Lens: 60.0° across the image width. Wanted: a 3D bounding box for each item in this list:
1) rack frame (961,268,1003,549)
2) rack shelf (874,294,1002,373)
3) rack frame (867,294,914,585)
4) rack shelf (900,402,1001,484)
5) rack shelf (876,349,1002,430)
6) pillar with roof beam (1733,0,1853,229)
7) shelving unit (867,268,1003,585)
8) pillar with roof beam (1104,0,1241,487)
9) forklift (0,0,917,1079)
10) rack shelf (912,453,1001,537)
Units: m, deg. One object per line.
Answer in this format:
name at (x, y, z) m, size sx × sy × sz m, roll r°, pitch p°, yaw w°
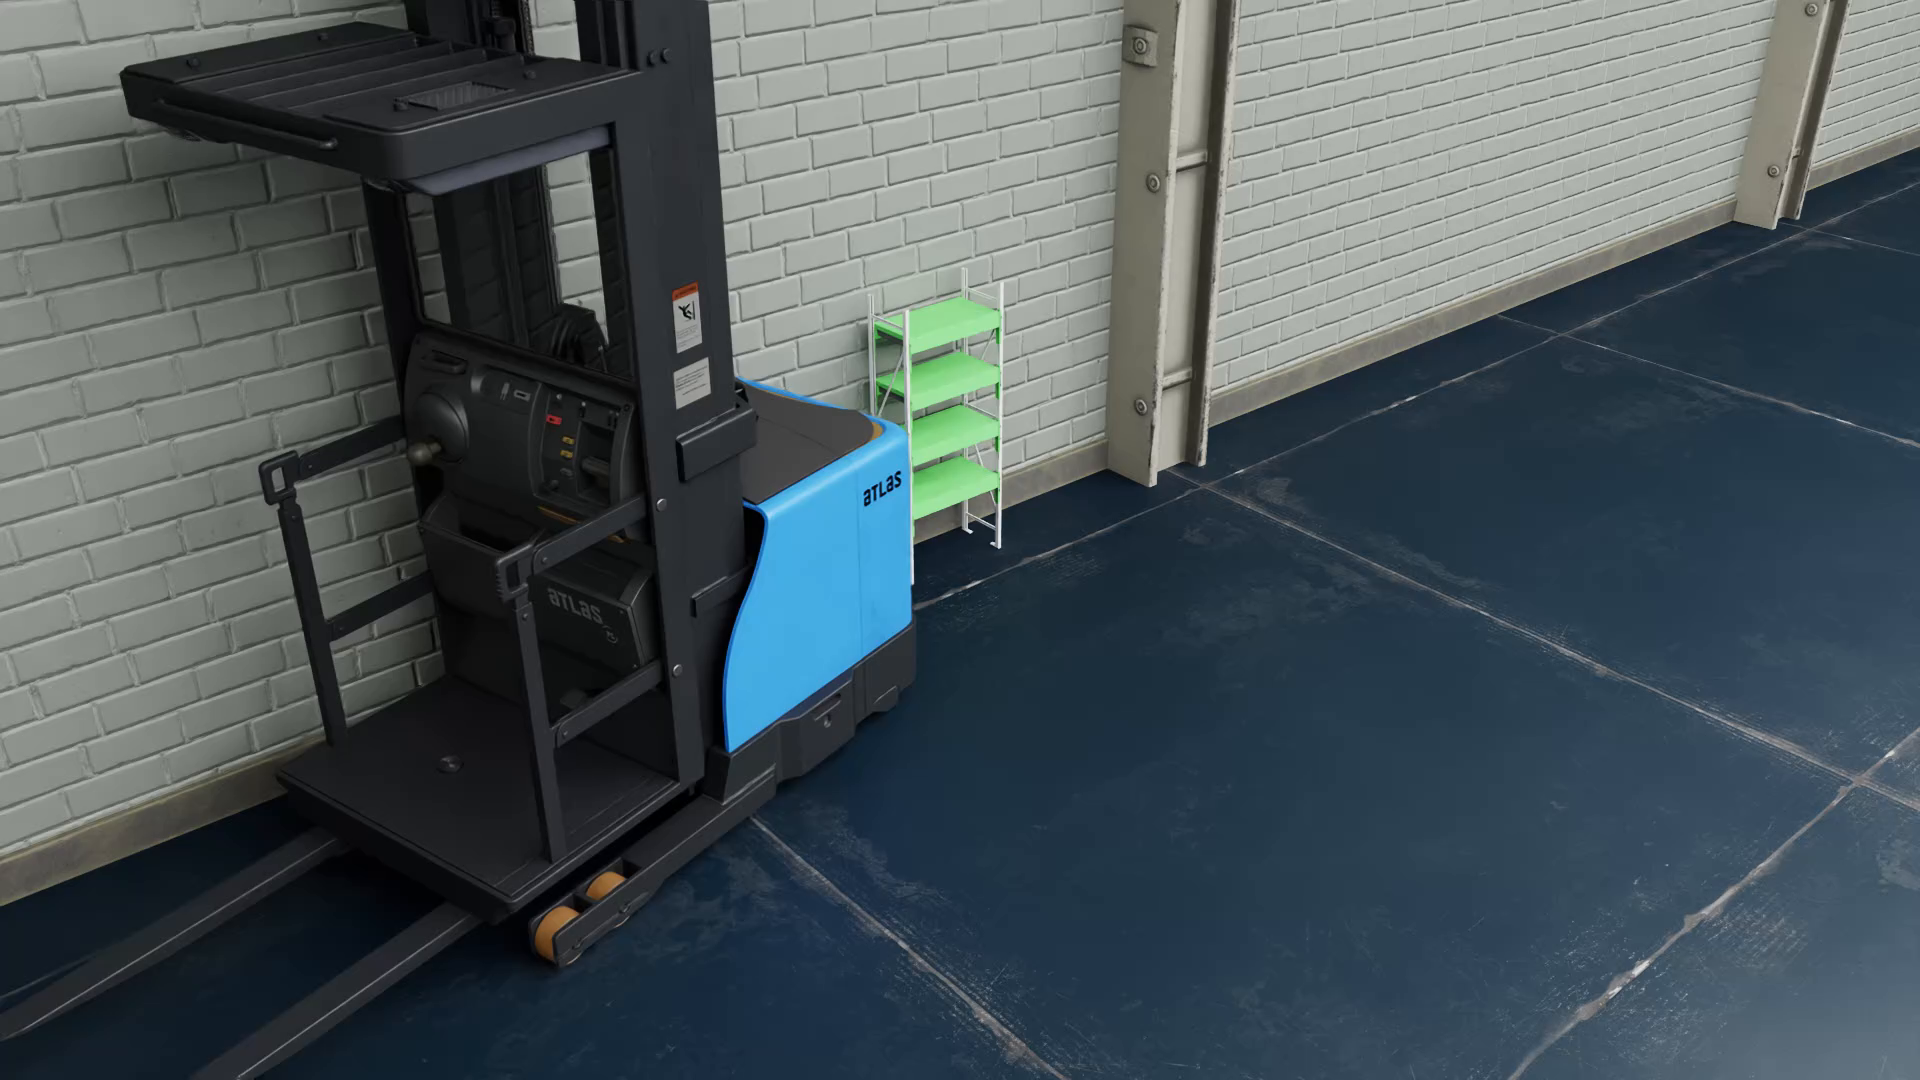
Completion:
rack frame at (0.091, -0.537, 6.981) m, size 0.015 × 1.200 × 0.240 m, roll -22°, pitch 35°, yaw -35°
rack shelf at (-0.095, -0.830, 6.645) m, size 0.480 × 0.148 × 0.258 m, roll -22°, pitch 35°, yaw -35°
rack frame at (-0.278, -0.386, 6.699) m, size 0.015 × 1.200 × 0.240 m, roll -22°, pitch 35°, yaw -35°
rack shelf at (-0.093, -0.405, 6.870) m, size 0.480 × 0.148 × 0.258 m, roll -22°, pitch 35°, yaw -35°
rack shelf at (-0.094, -0.618, 6.757) m, size 0.480 × 0.148 × 0.258 m, roll -22°, pitch 35°, yaw -35°
pillar with roof beam at (8.285, -4.620, 6.348) m, size 0.400 × 9.000 × 9.100 m, roll -22°, pitch 35°, yaw -35°
shelving unit at (-0.093, -0.462, 6.840) m, size 0.503 × 1.200 × 0.258 m, roll -22°, pitch 35°, yaw -35°
pillar with roof beam at (3.721, -2.785, 2.913) m, size 0.400 × 9.000 × 9.100 m, roll -22°, pitch 35°, yaw -35°
forklift at (-1.416, -0.299, 4.700) m, size 1.130 × 2.935 × 3.031 m, roll 18°, pitch 33°, yaw 30°
rack shelf at (-0.093, -0.193, 6.982) m, size 0.480 × 0.148 × 0.258 m, roll -22°, pitch 35°, yaw -35°
